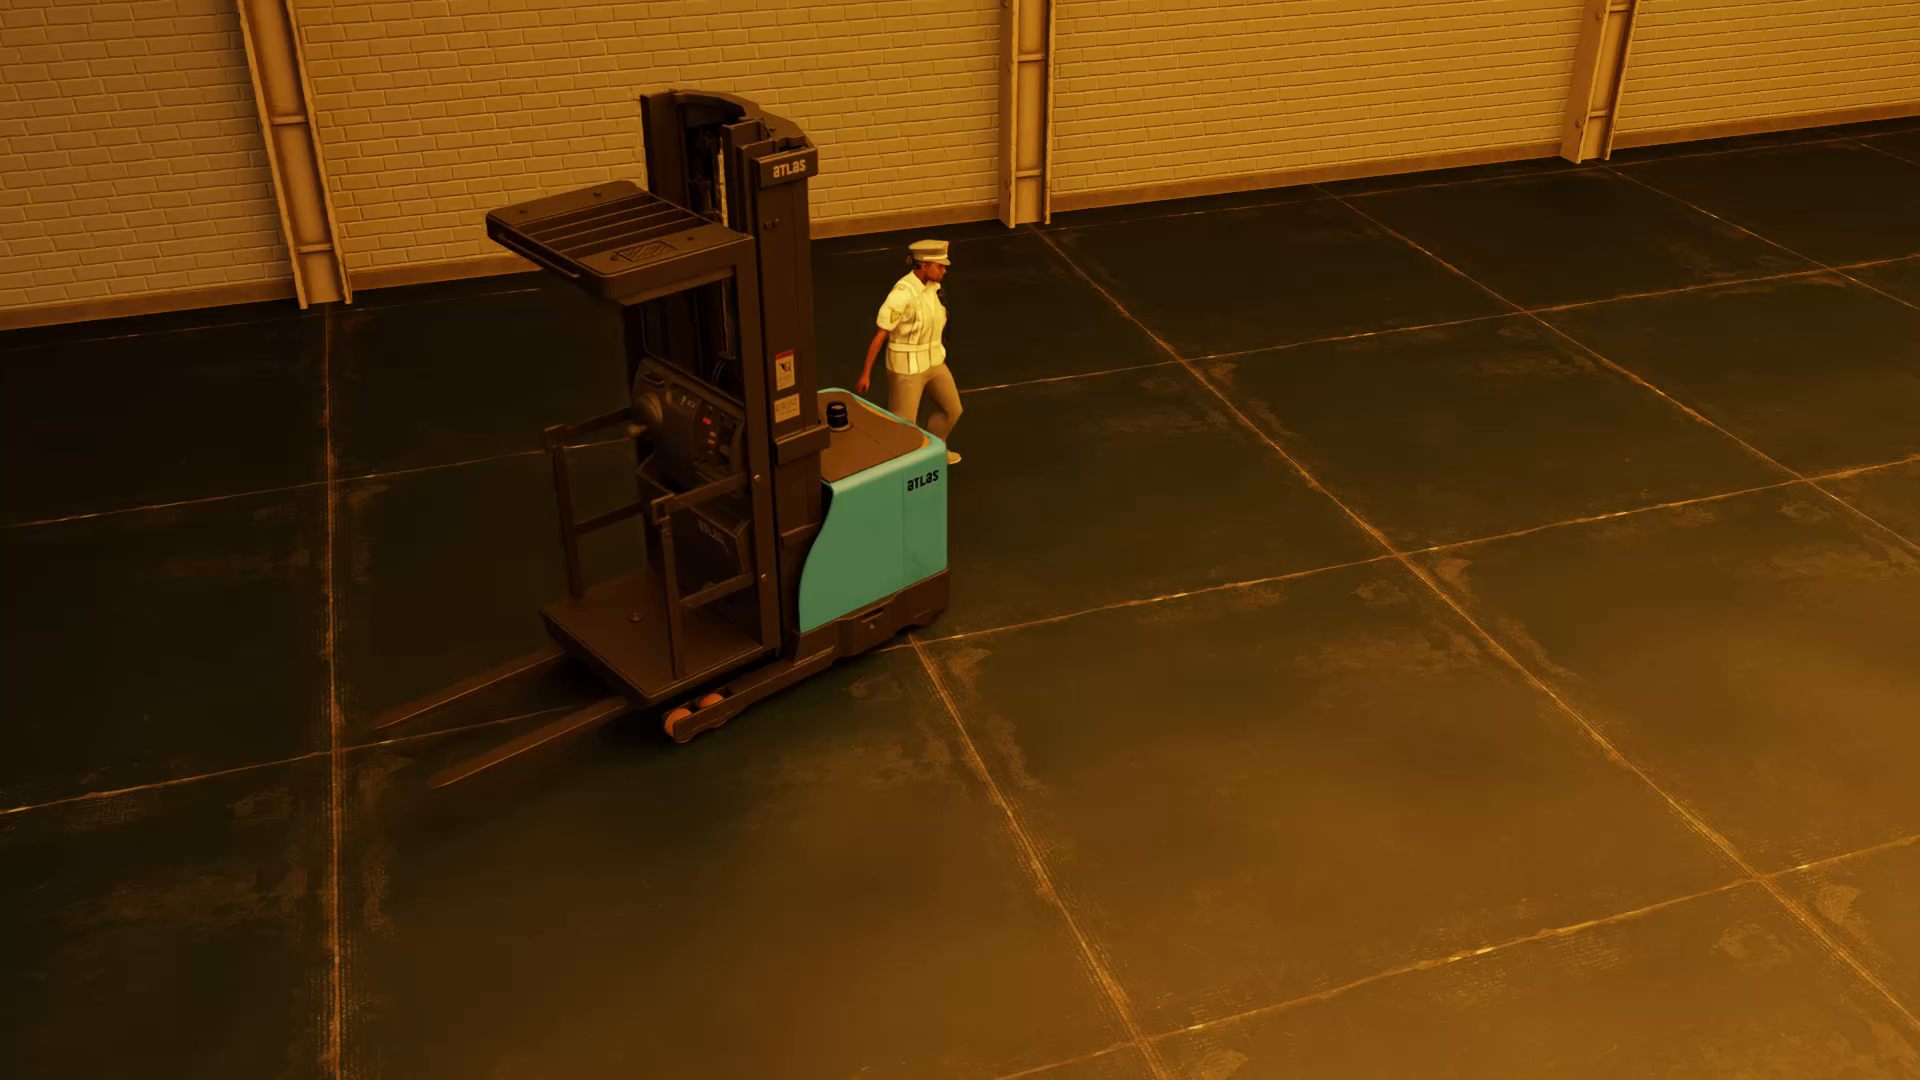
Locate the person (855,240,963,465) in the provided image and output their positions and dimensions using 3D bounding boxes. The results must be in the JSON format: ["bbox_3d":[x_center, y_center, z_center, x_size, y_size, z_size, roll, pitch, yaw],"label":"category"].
[{"bbox_3d":[-0.329,-1.074,10.349,0.464,1.640,0.818,23,37,35],"label":"person"}]

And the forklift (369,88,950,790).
[{"bbox_3d":[-1.497,-0.559,8.058,3.031,2.935,1.130,-23,37,-35],"label":"forklift"}]
